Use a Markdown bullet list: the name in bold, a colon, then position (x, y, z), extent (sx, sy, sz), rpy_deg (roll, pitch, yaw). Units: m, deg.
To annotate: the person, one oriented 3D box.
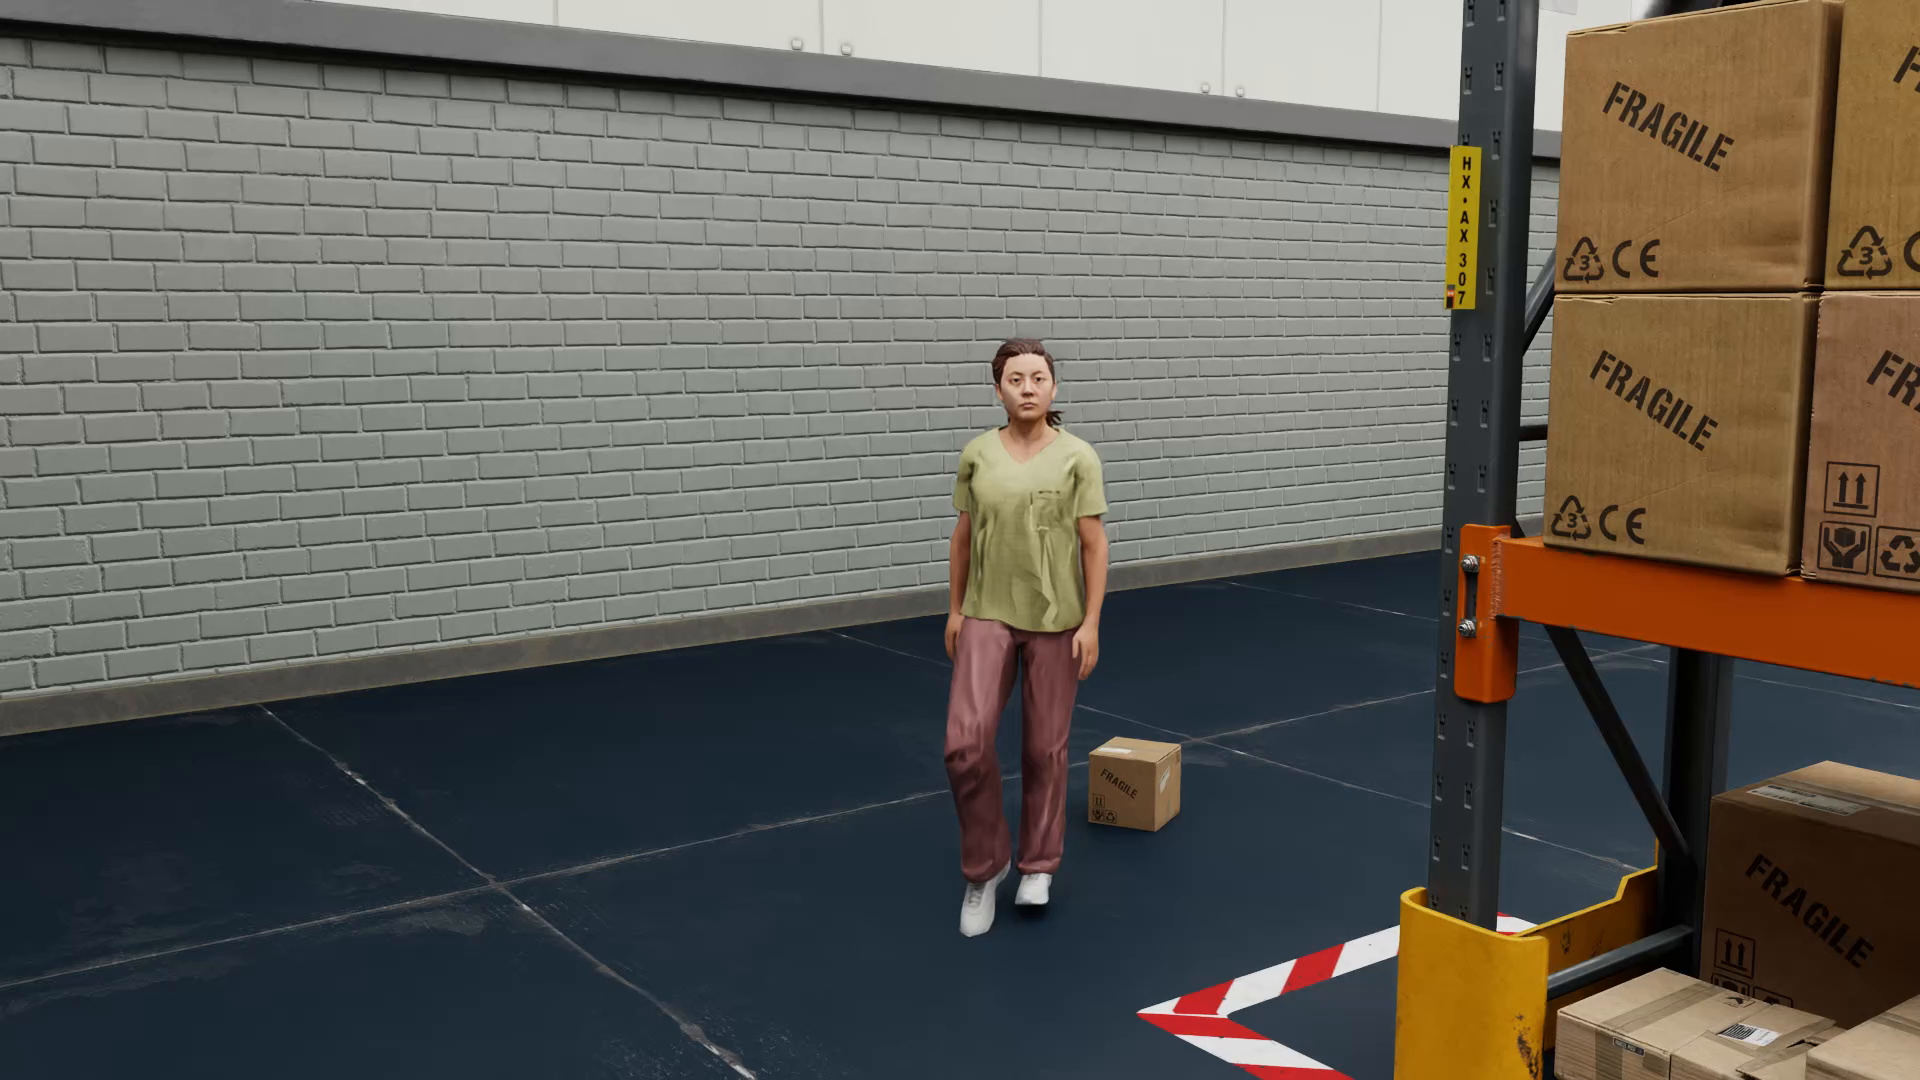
- **person**: position (0.180, 0.281, 4.772), extent (0.485, 1.711, 0.506), rpy_deg (1, 8, 7)
